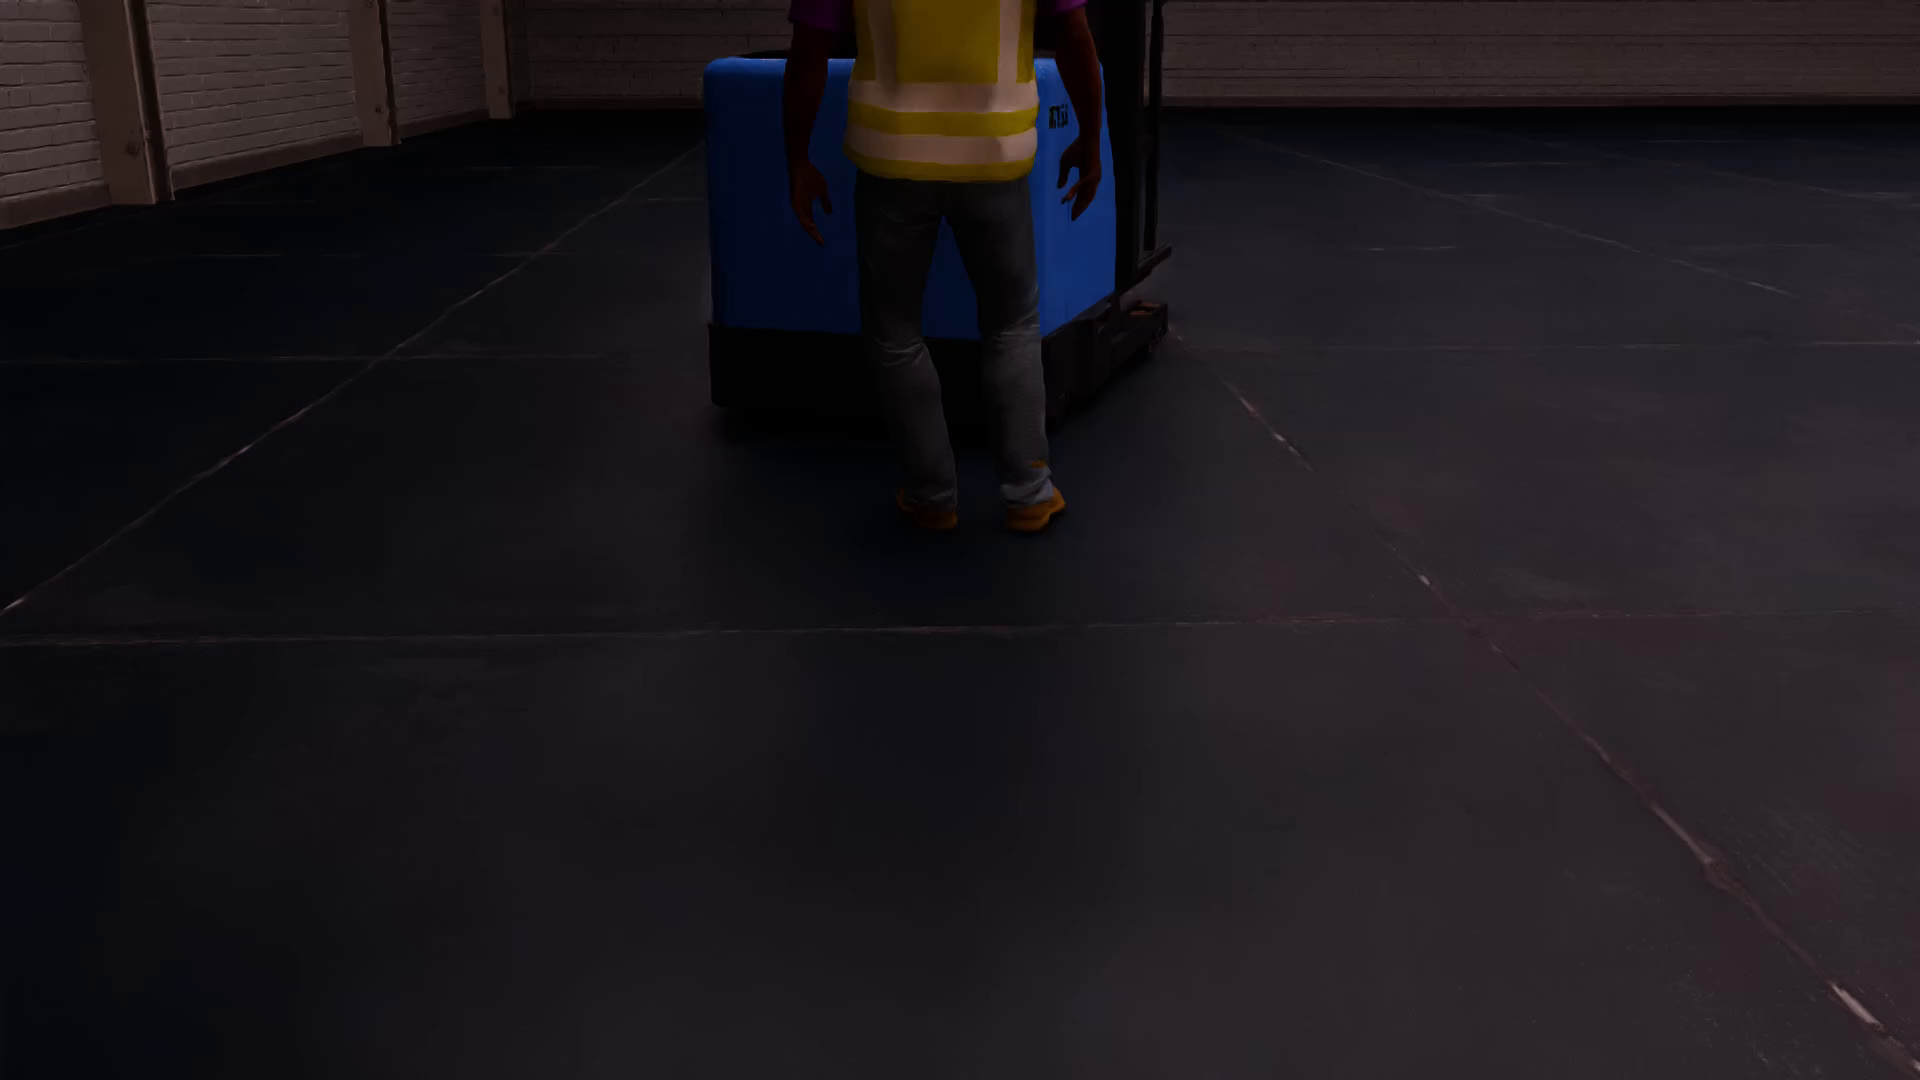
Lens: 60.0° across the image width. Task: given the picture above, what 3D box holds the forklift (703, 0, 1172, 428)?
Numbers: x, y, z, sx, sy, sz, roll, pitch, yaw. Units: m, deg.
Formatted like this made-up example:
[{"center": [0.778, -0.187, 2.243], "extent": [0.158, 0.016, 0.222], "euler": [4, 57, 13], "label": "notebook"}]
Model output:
[{"center": [0.164, -2.115, 5.822], "extent": [1.130, 2.935, 3.031], "euler": [5, 18, 16], "label": "forklift"}]

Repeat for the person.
[{"center": [-0.040, -0.865, 3.773], "extent": [0.716, 1.753, 0.511], "euler": [-2, 17, -6], "label": "person"}]
